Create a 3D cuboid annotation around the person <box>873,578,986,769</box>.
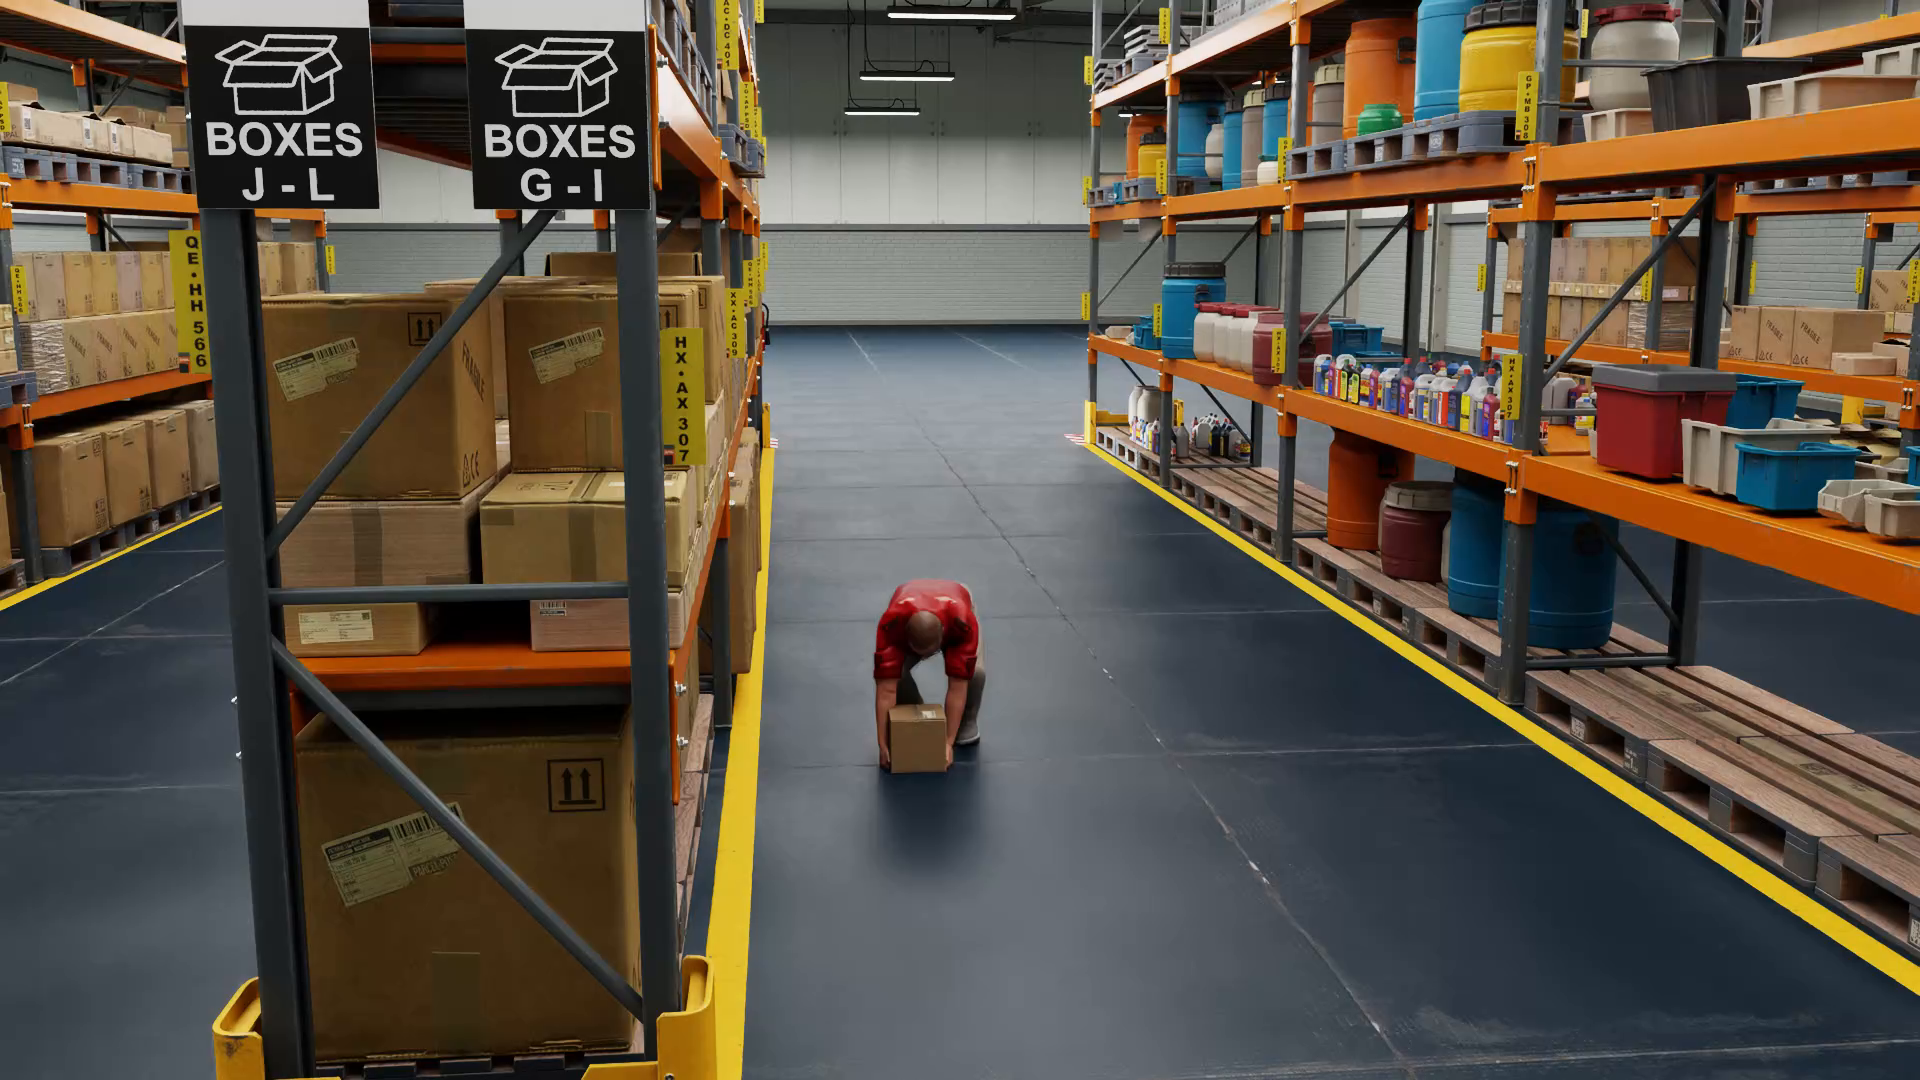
[{"bbox_3d":[-0.140,0.602,7.810,0.534,0.804,0.950,1,10,8],"label":"person"}]
